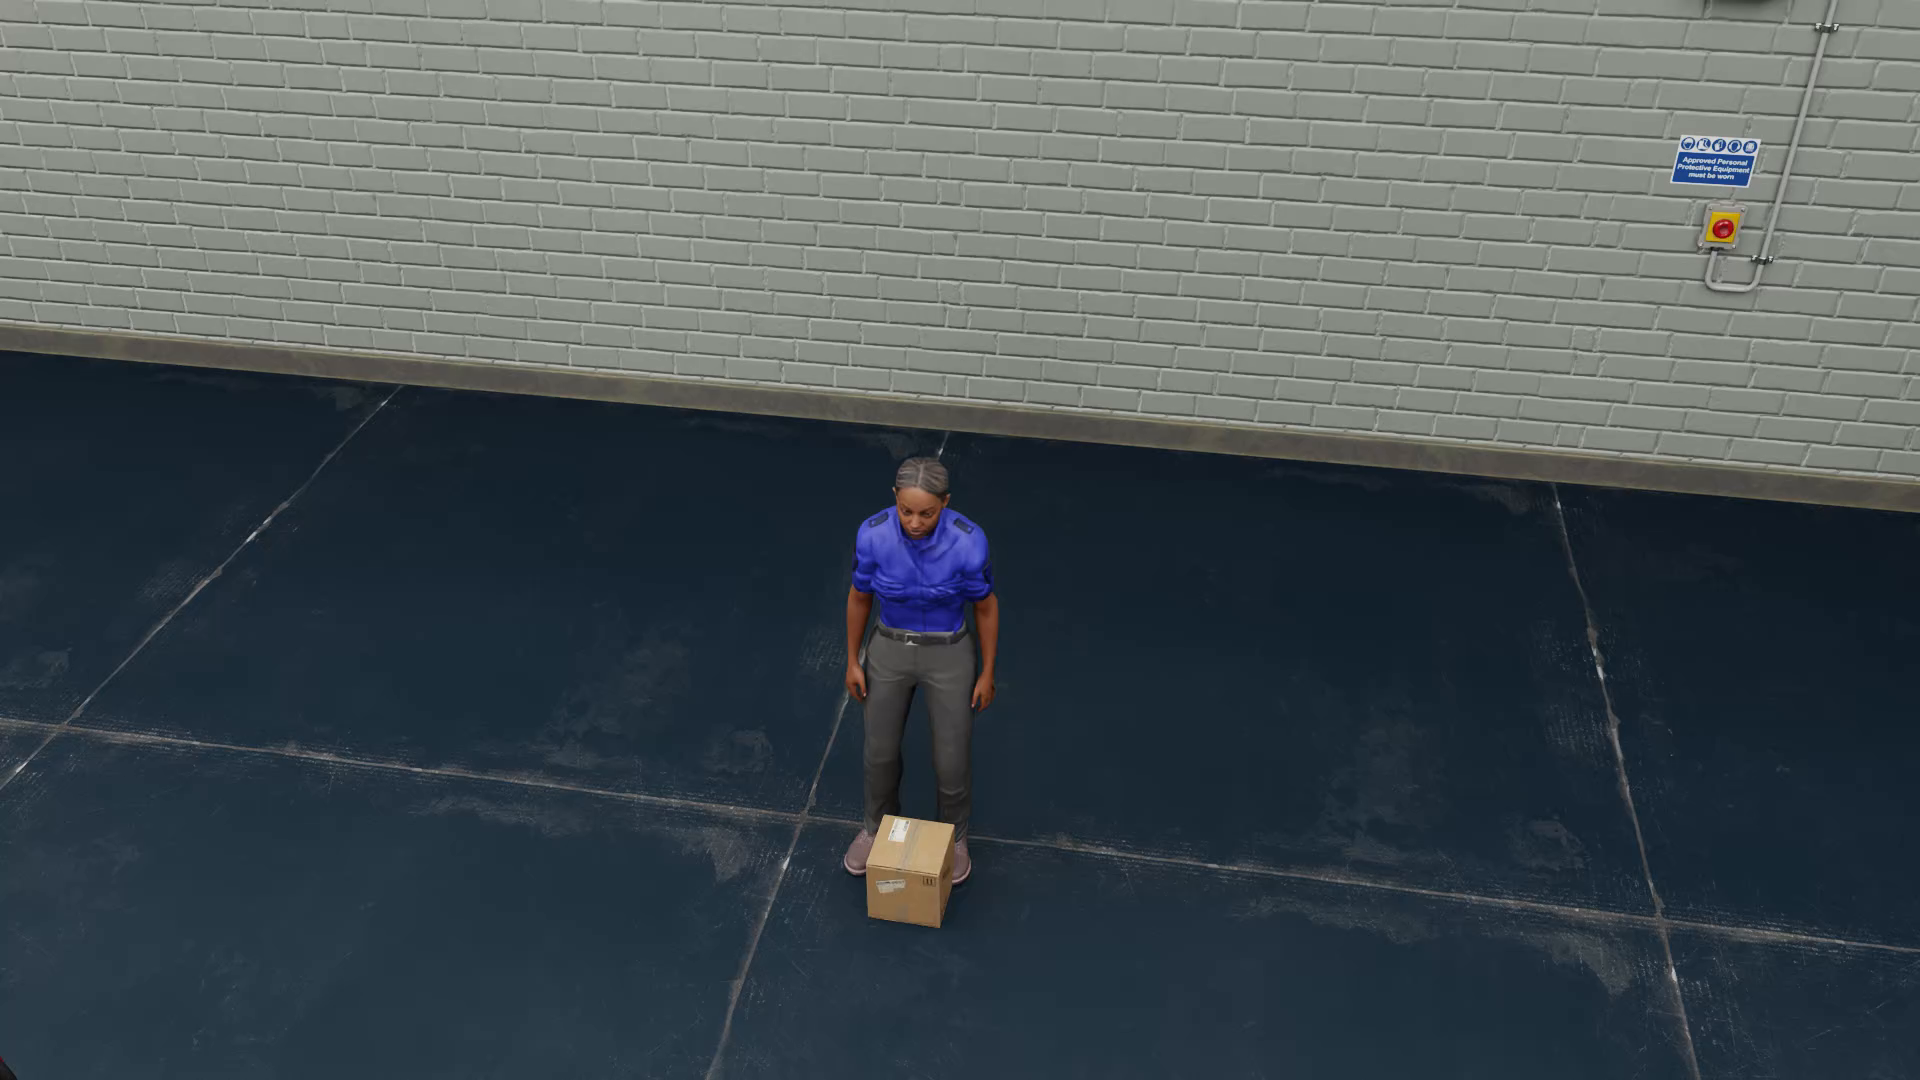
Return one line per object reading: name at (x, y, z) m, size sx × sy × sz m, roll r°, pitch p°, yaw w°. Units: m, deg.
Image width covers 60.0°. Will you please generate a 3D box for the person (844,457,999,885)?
person at (-0.146, 0.415, 5.492) m, size 0.504 × 1.655 × 0.351 m, roll 4°, pitch 33°, yaw 7°
